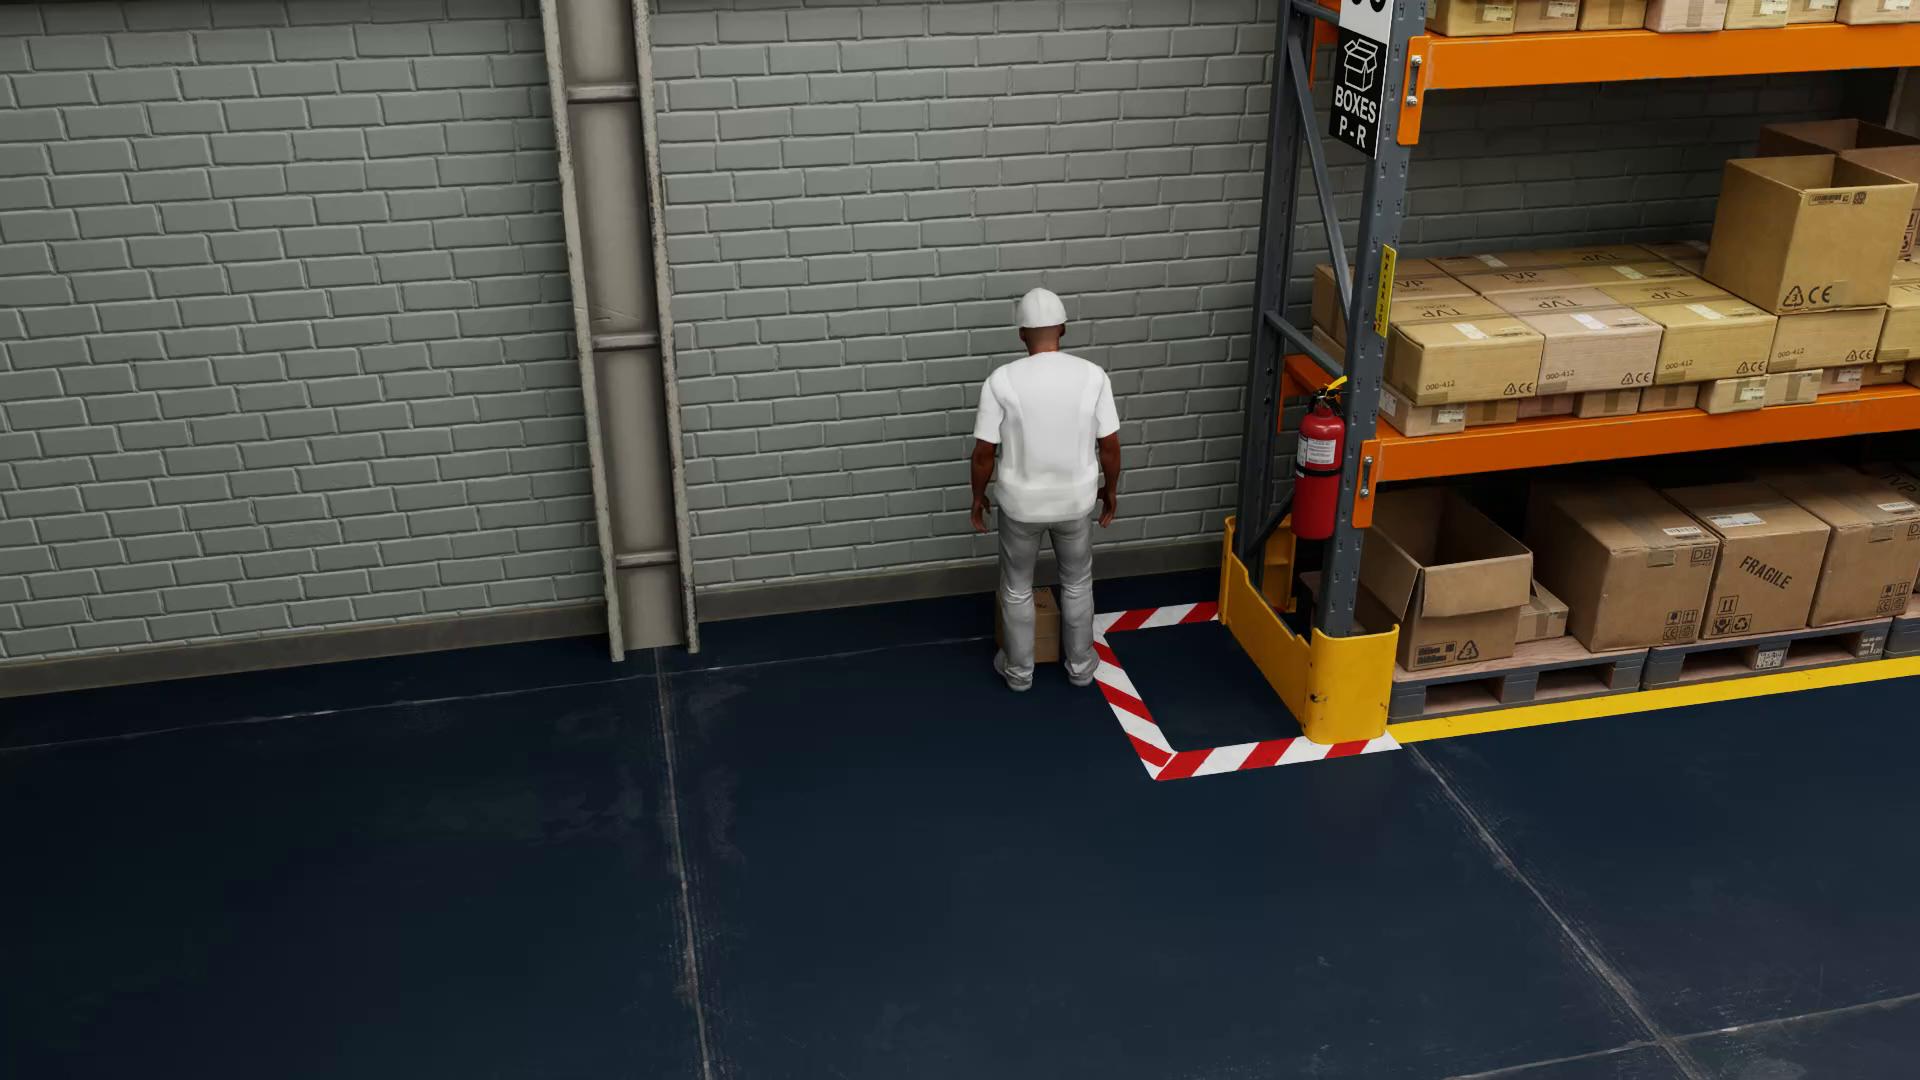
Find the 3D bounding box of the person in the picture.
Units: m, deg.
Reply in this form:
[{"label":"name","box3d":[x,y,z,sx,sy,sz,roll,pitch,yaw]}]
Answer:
[{"label":"person","box3d":[0.353,-0.200,6.970,0.629,1.661,0.362,-3,27,-5]}]
